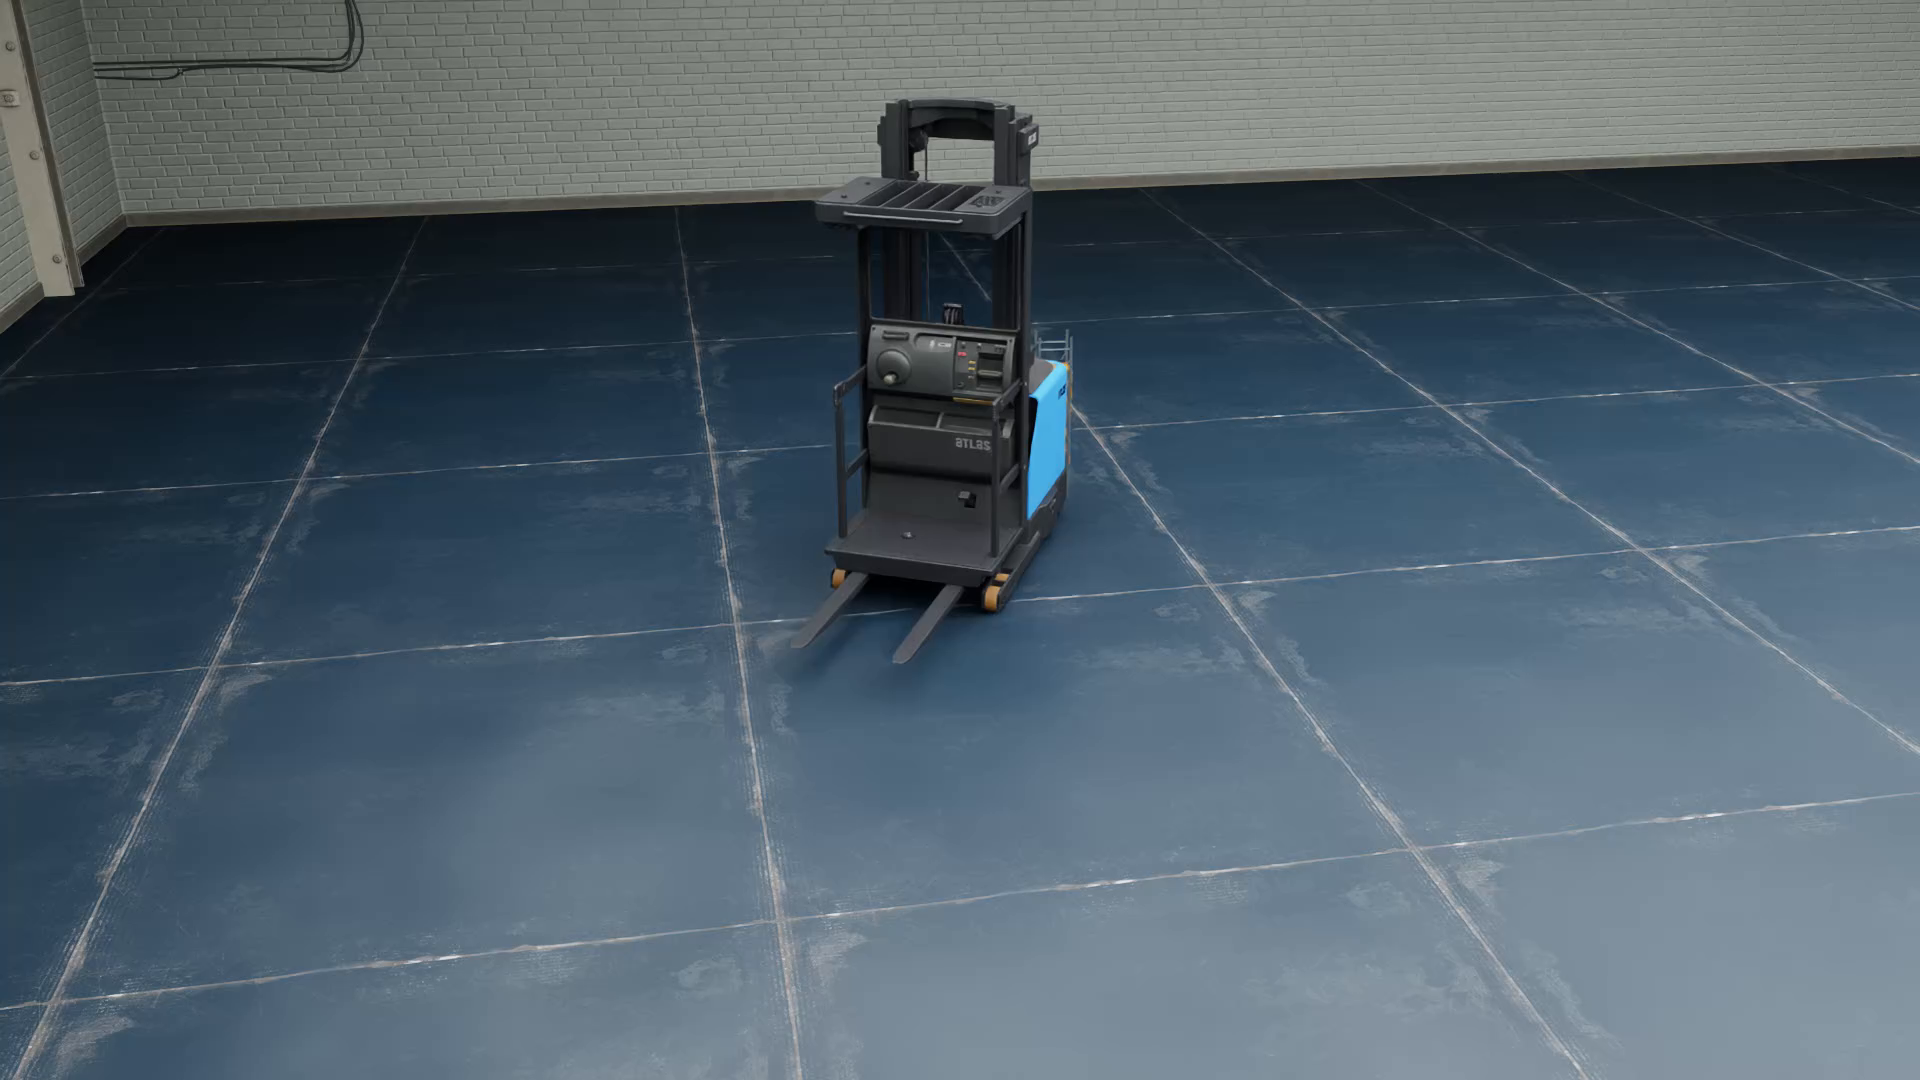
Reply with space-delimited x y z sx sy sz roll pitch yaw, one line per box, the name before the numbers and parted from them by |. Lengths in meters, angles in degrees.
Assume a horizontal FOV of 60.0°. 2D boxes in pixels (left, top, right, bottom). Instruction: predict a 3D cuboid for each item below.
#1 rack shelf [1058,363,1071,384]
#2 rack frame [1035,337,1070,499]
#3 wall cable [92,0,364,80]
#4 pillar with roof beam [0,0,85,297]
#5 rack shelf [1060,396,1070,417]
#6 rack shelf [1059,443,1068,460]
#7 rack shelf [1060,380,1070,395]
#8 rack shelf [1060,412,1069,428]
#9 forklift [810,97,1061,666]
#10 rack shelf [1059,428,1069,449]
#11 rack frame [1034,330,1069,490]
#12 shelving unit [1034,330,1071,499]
rack shelf | 0.640 -1.169 11.638 0.258 0.103 0.180 0 24 0
rack frame | 0.639 -0.843 11.681 0.240 1.200 0.006 0 24 0
wall cable | -8.478 -6.520 18.814 3.097 2.526 0.112 -4 24 -10
pillar with roof beam | -5.002 -7.005 16.045 9.100 9.000 0.400 -4 24 -10
rack shelf | 0.640 -0.949 11.734 0.258 0.103 0.180 0 24 0
rack shelf | 0.640 -0.619 11.878 0.258 0.103 0.180 0 24 0
rack shelf | 0.640 -1.059 11.686 0.258 0.103 0.180 0 24 0
rack shelf | 0.640 -0.839 11.782 0.258 0.103 0.180 0 24 0
forklift | -0.144 -1.072 10.043 1.130 2.935 3.031 6 24 13
rack shelf | 0.640 -0.729 11.830 0.258 0.103 0.180 0 24 0
rack frame | 0.641 -0.916 11.848 0.240 1.200 0.006 0 24 0
shelving unit | 0.640 -0.879 11.764 0.258 1.200 0.189 0 24 0
